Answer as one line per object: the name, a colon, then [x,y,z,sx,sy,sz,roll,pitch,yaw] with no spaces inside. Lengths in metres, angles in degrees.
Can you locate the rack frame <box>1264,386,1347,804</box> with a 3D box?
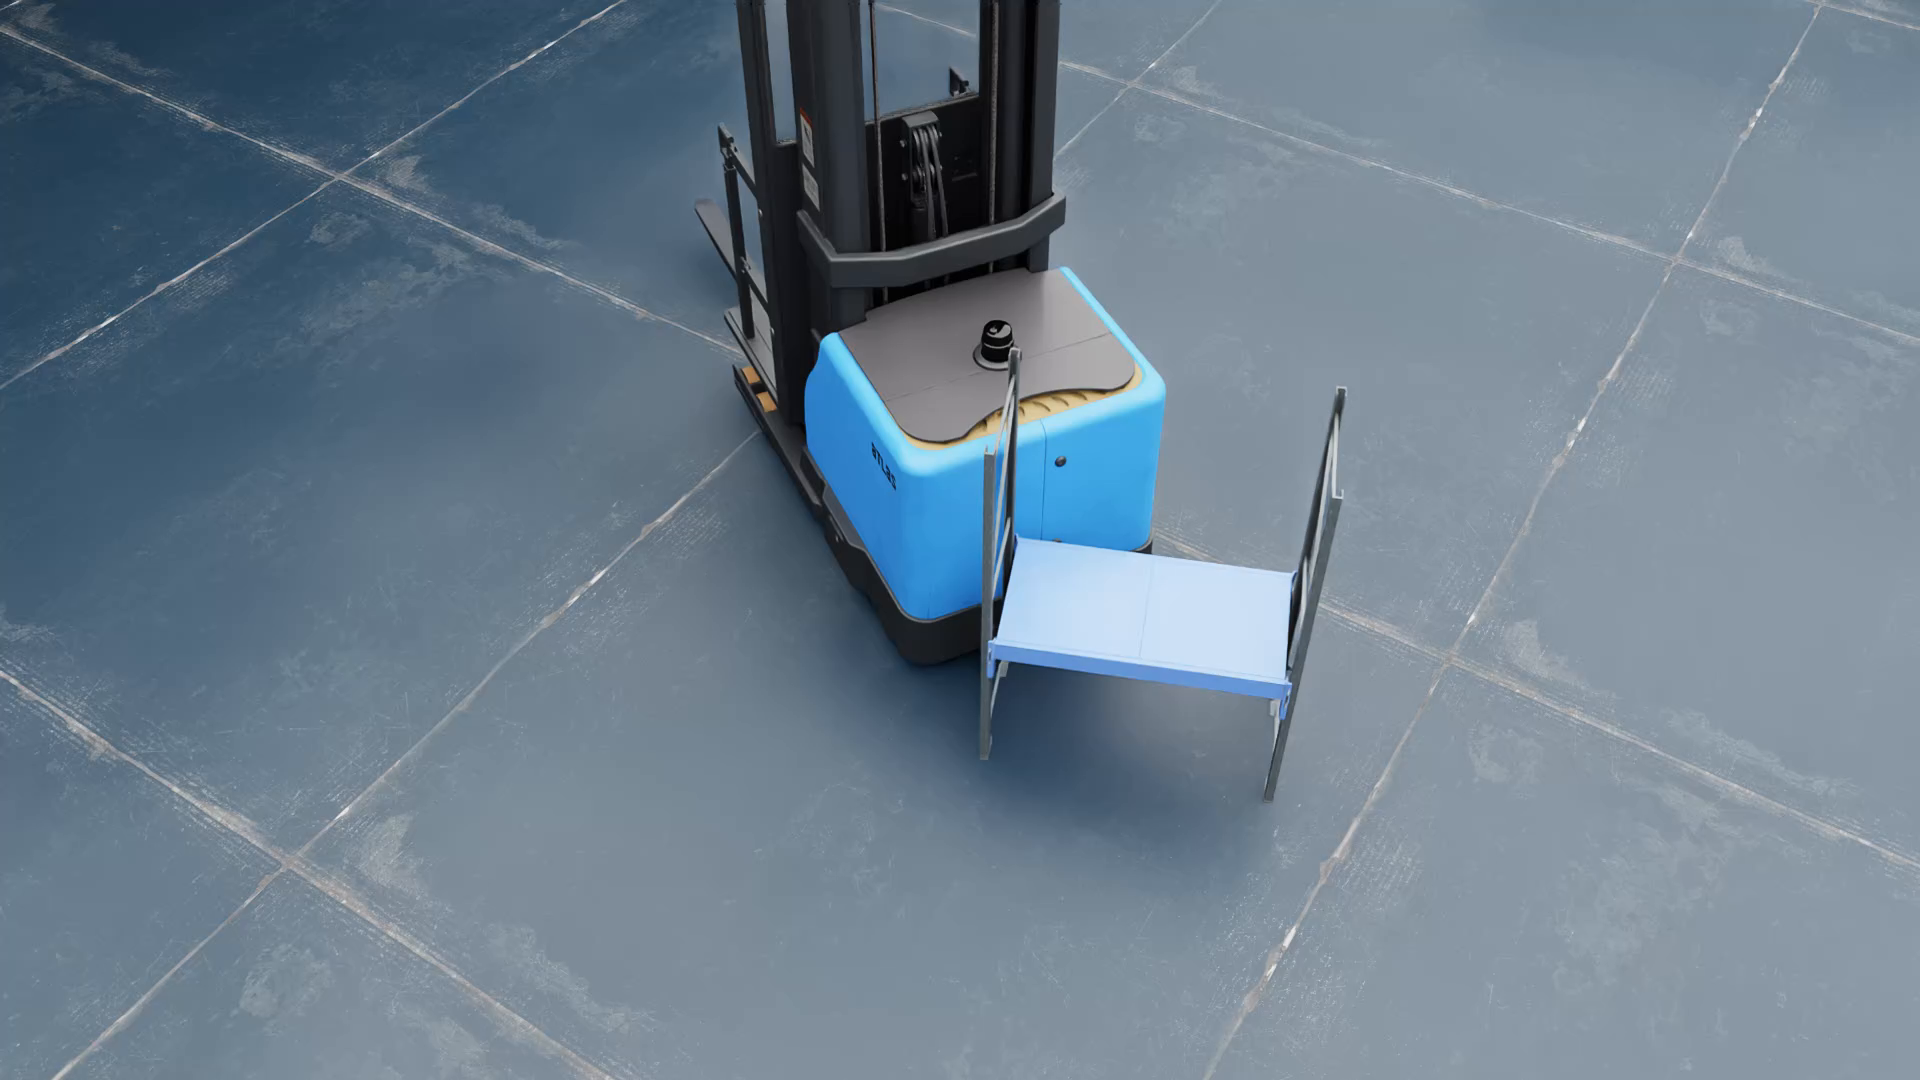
rack frame: [1.130,0.227,5.484,0.032,1.500,0.500,8,46,7]

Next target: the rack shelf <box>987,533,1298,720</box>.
rack shelf: [0.630,0.285,5.678,1.000,0.185,0.538,8,46,7]

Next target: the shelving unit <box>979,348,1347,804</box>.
shelving unit: [0.630,0.160,5.549,1.048,1.500,0.538,8,46,7]

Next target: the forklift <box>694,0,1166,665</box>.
forklift: [-0.340,-1.624,6.284,1.130,2.935,3.031,-18,49,-17]

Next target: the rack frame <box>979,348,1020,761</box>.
rack frame: [0.130,0.093,5.614,0.032,1.500,0.500,8,46,7]
